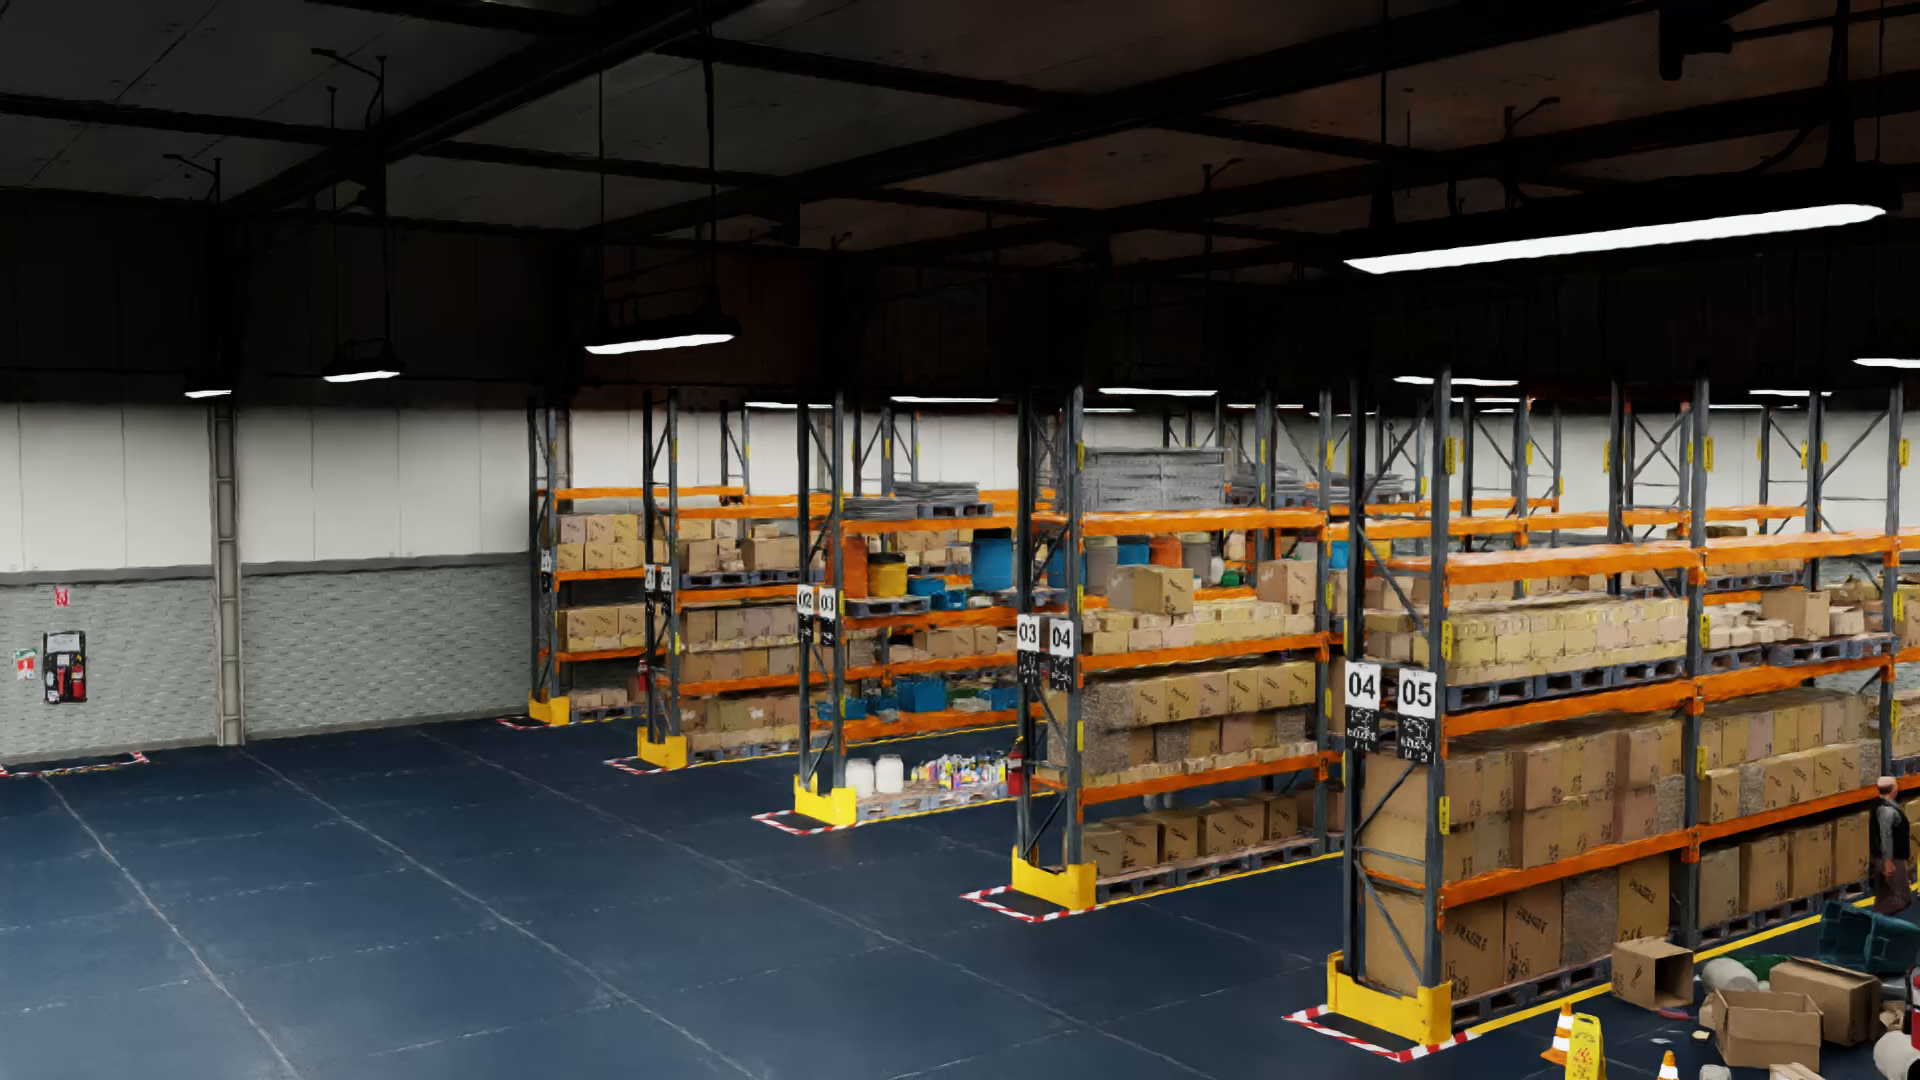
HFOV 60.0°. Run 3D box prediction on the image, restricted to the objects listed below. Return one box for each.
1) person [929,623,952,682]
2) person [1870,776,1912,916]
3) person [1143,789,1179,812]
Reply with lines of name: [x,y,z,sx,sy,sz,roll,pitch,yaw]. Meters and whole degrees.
person: [-0.495,2.346,33.401,1.116,1.640,0.547,-3,4,-38]
person: [9.544,3.333,17.134,0.445,1.631,0.576,1,4,24]
person: [2.640,3.081,21.758,0.575,1.611,0.625,-3,4,-38]
